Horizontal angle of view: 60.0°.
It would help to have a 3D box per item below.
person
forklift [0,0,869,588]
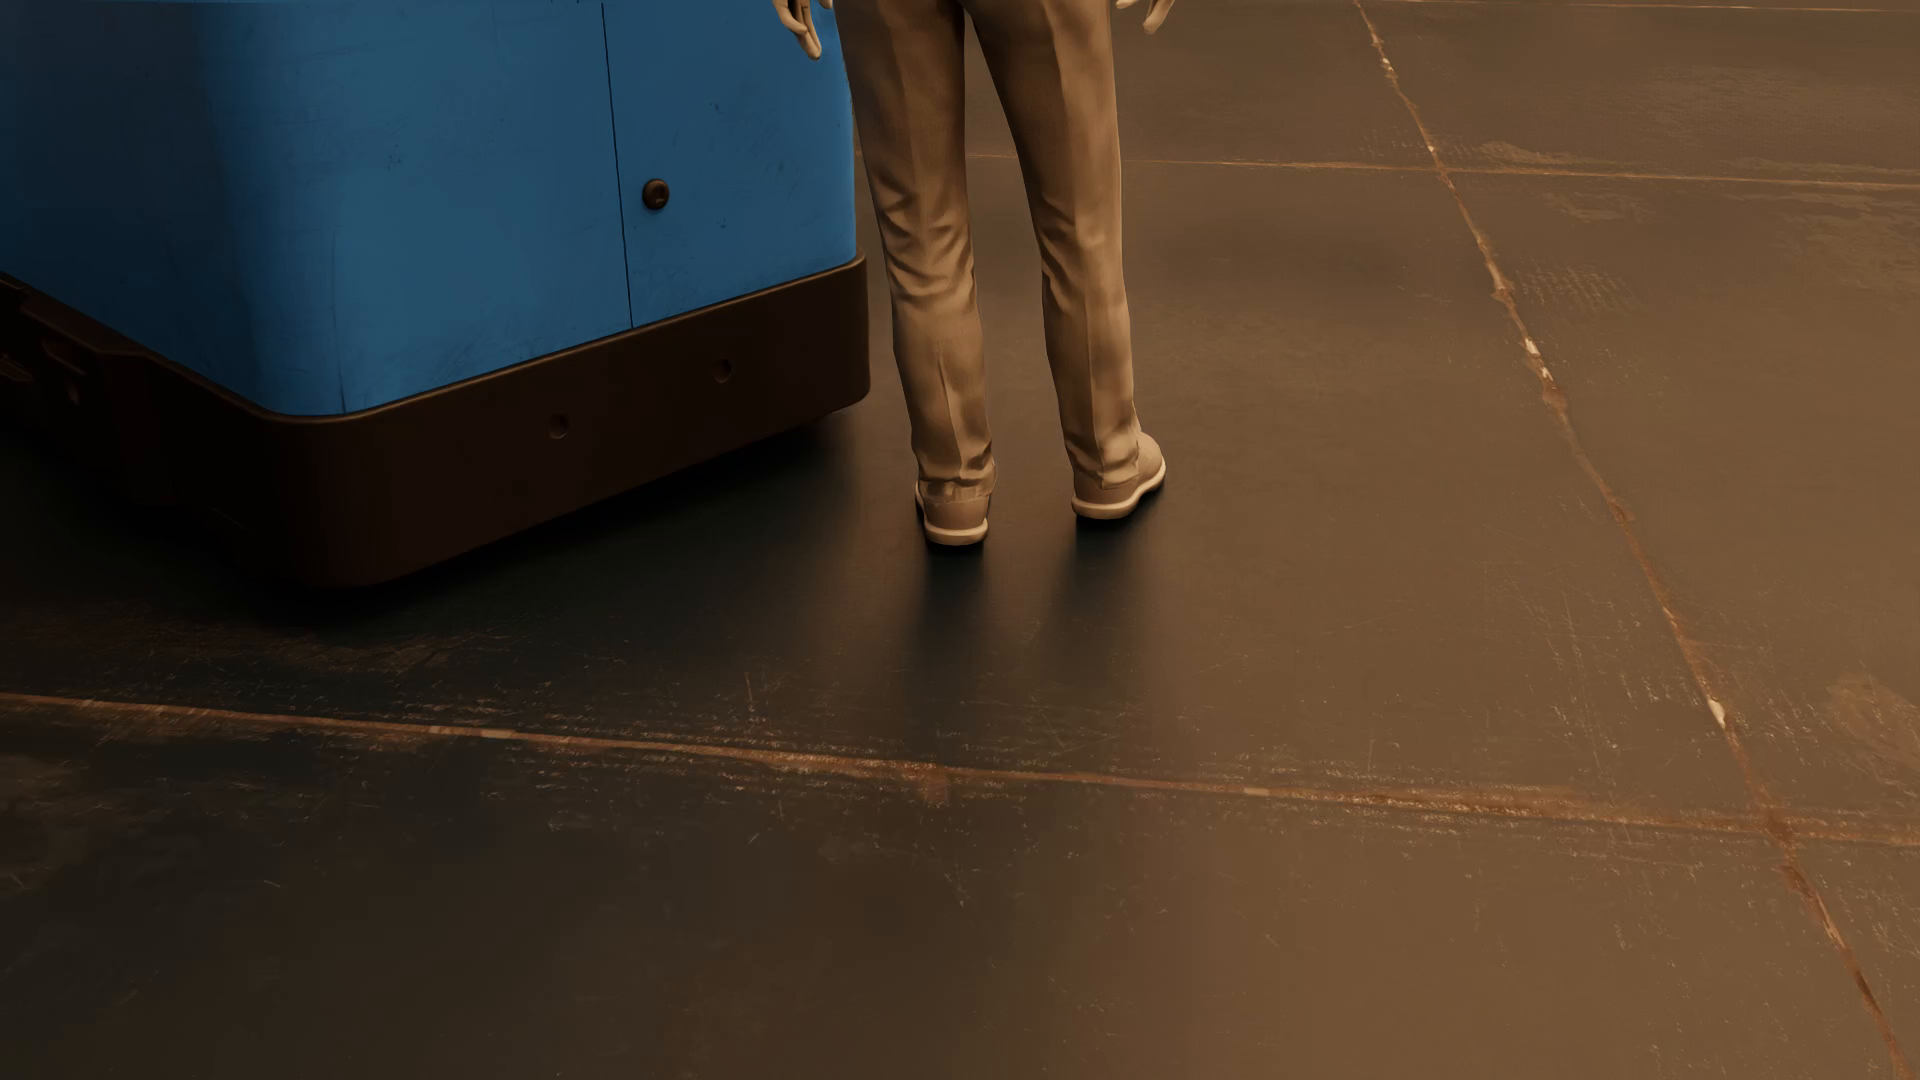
[{"bbox_3d":[0.016,-0.795,2.179,0.586,1.694,0.530,3,27,7],"label":"person"},{"bbox_3d":[-1.581,-1.792,2.809,3.031,2.935,1.130,22,34,37],"label":"forklift"}]
